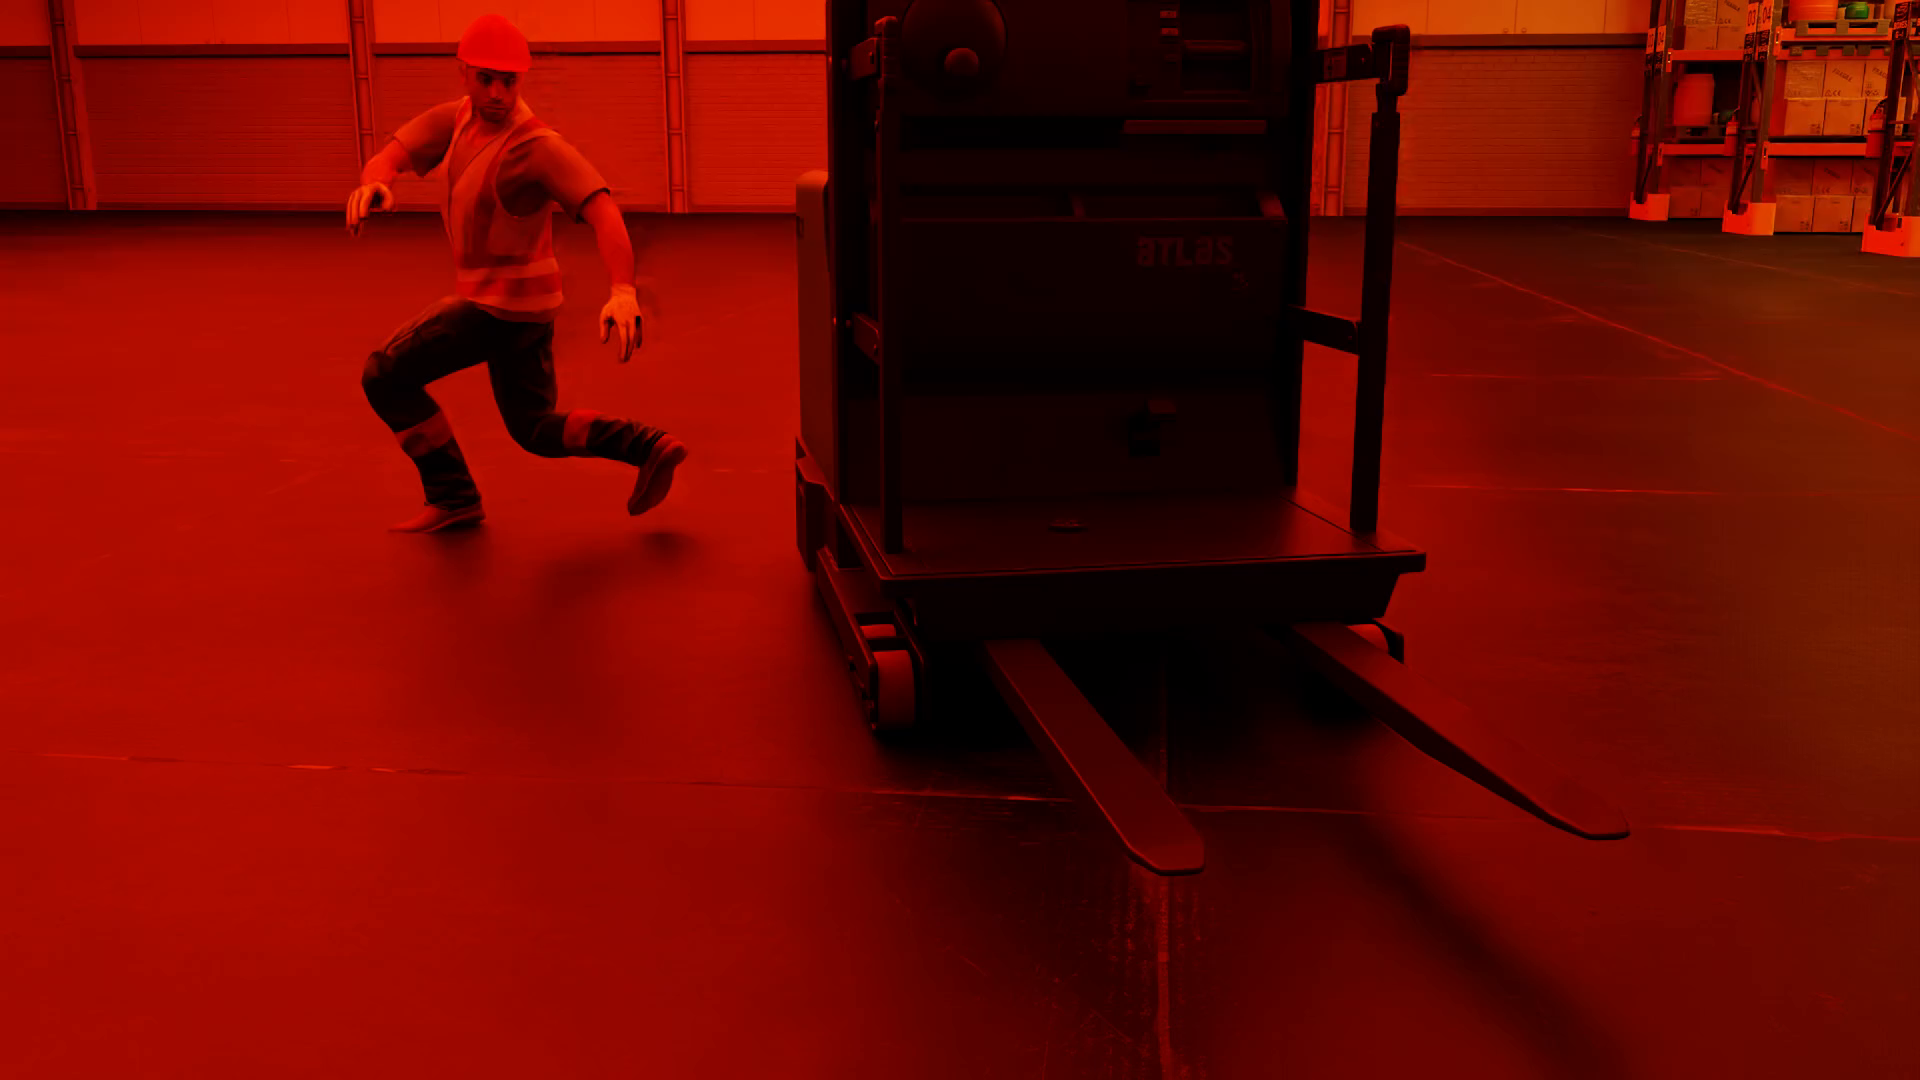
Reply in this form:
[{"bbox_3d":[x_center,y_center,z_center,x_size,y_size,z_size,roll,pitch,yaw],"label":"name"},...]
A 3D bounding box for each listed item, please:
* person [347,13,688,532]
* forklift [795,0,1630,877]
[{"bbox_3d":[-1.302,-0.742,4.894,0.953,1.540,0.685,-2,13,-10],"label":"person"},{"bbox_3d":[0.300,-1.135,3.365,1.130,2.935,3.031,-3,13,-11],"label":"forklift"}]
